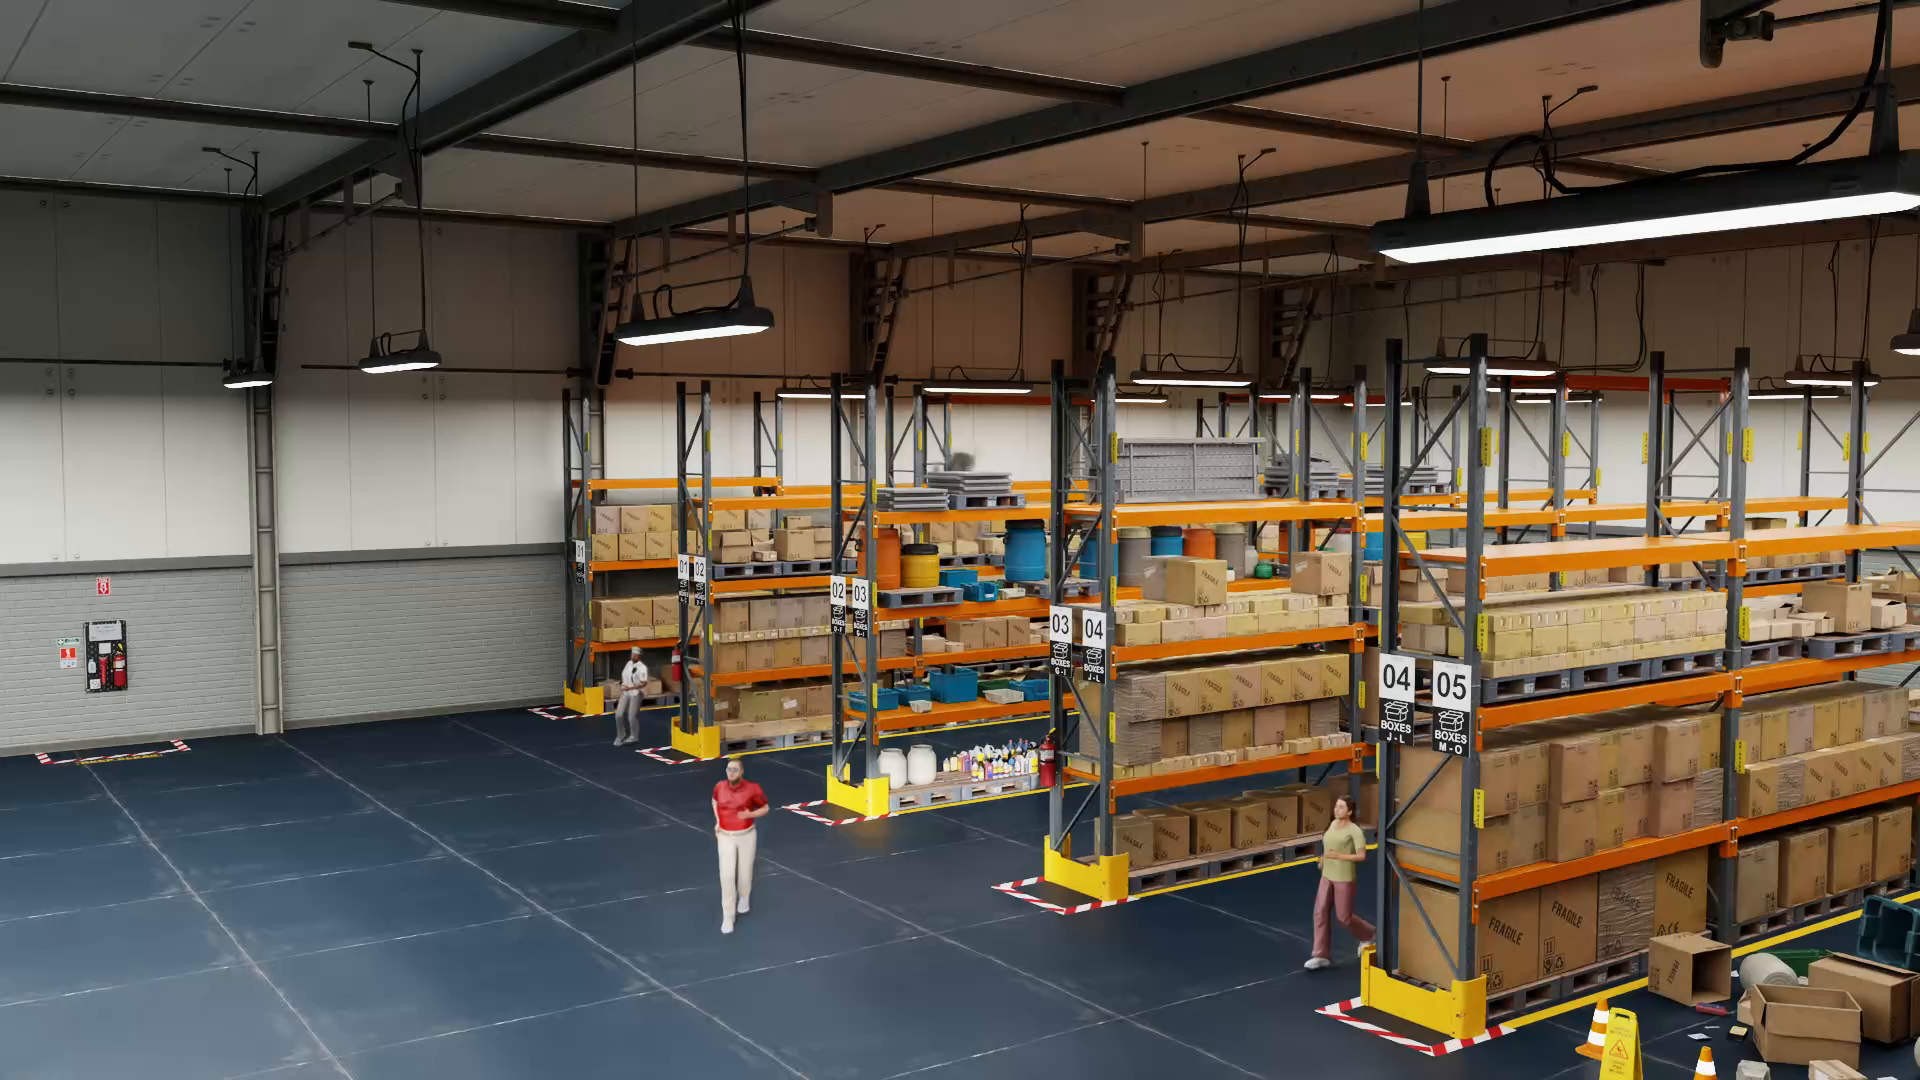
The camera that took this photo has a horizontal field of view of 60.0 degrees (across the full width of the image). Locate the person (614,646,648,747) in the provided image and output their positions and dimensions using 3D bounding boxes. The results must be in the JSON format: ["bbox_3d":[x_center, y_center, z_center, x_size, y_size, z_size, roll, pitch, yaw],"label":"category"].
[{"bbox_3d":[-5.416,2.585,27.447,0.612,1.695,0.629,1,4,22],"label":"person"}]

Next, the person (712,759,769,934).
[{"bbox_3d":[-2.323,3.181,17.553,0.636,1.778,0.884,0,4,0],"label":"person"}]

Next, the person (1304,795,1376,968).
[{"bbox_3d":[3.672,3.294,16.139,0.867,1.641,0.589,-2,4,-34],"label":"person"}]
